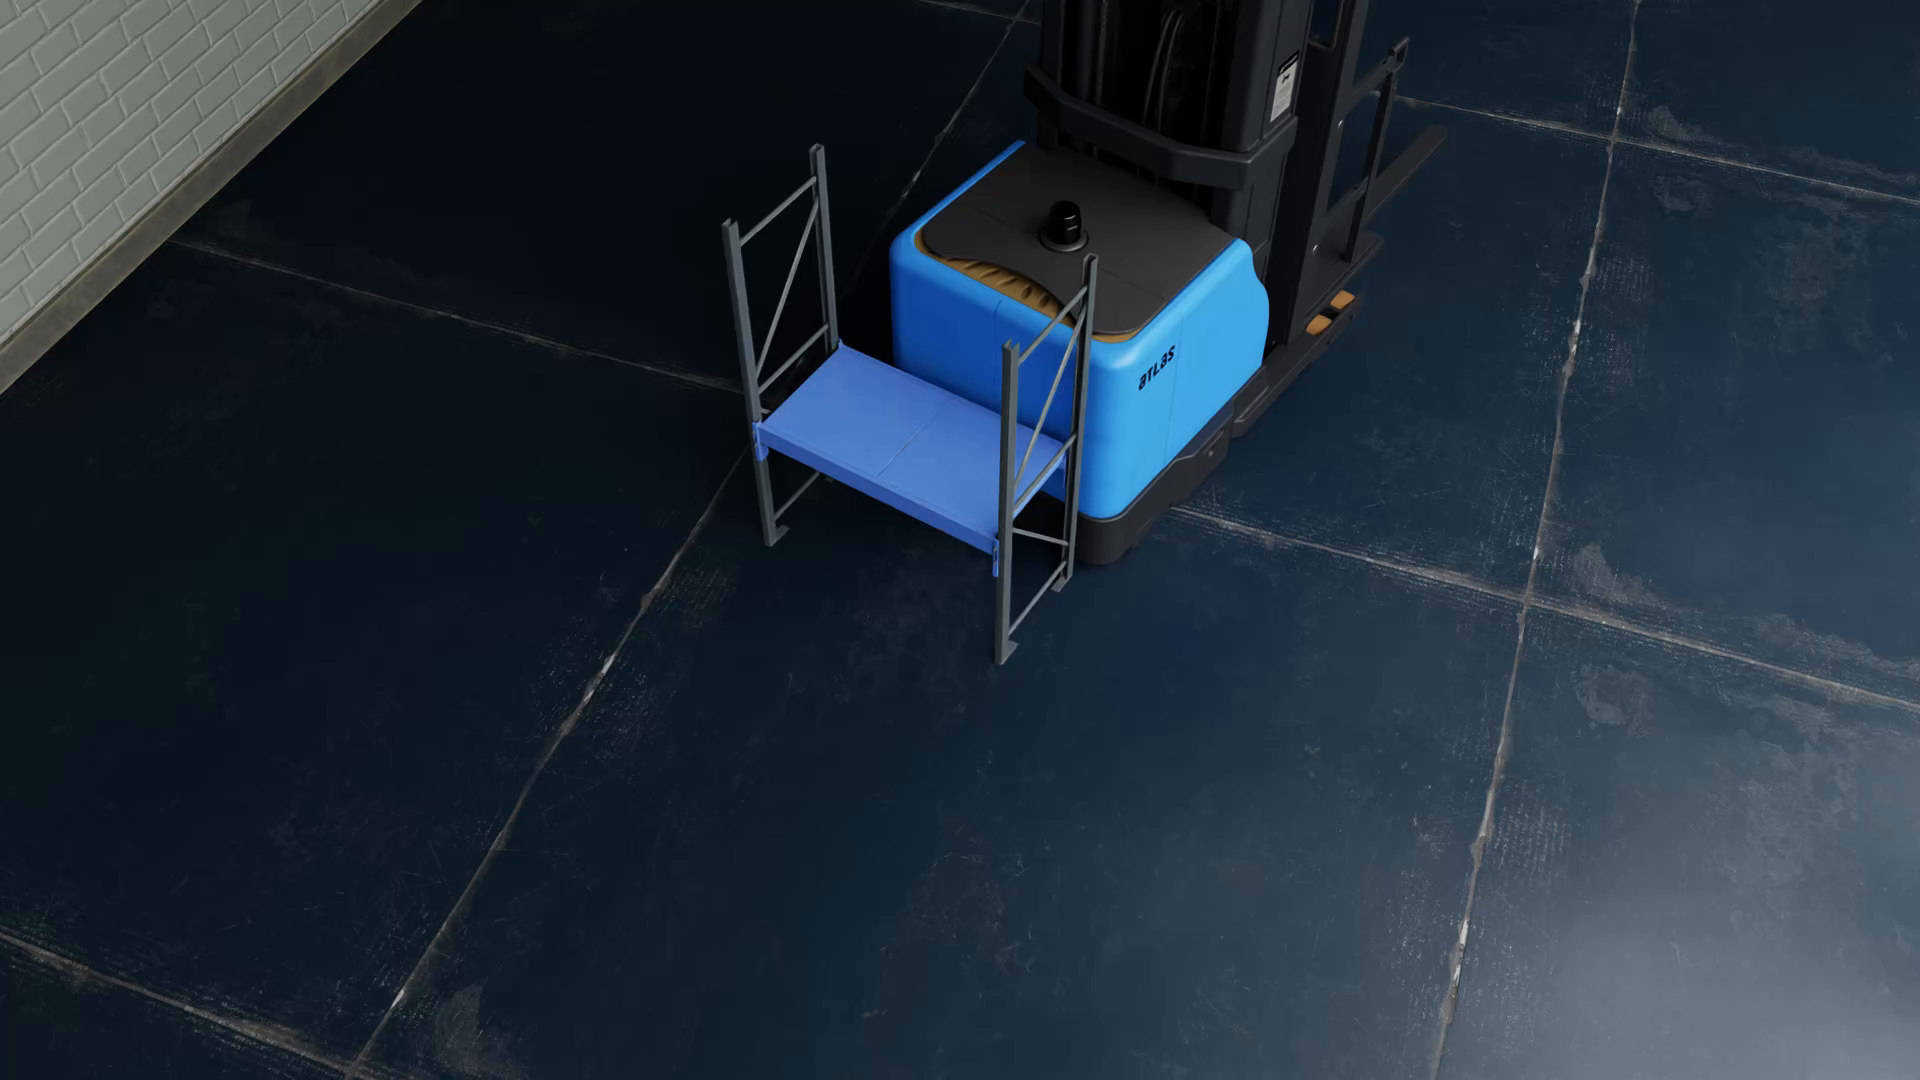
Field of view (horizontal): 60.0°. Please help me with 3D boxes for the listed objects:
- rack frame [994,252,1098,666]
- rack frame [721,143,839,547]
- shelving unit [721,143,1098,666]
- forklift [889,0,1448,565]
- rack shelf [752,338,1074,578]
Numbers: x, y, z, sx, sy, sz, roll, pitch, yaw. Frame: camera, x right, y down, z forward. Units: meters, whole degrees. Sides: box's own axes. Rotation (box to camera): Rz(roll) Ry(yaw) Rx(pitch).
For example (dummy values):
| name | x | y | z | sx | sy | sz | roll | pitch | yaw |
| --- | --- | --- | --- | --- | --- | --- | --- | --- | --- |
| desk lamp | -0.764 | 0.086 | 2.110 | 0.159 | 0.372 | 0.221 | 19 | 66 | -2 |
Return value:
| name | x | y | z | sx | sy | sz | roll | pitch | yaw |
| --- | --- | --- | --- | --- | --- | --- | --- | --- | --- |
| rack frame | 0.269 | -0.212 | 5.441 | 0.032 | 1.500 | 0.500 | 26 | 54 | 21 |
| rack frame | -0.586 | -0.628 | 5.802 | 0.032 | 1.500 | 0.500 | 26 | 54 | 21 |
| shelving unit | -0.158 | -0.420 | 5.622 | 1.048 | 1.500 | 0.538 | 26 | 54 | 21 |
| forklift | 1.036 | -1.936 | 5.988 | 1.130 | 2.935 | 3.031 | 30 | 56 | 24 |
| rack shelf | -0.158 | -0.302 | 5.757 | 1.000 | 0.185 | 0.538 | 26 | 54 | 21 |
